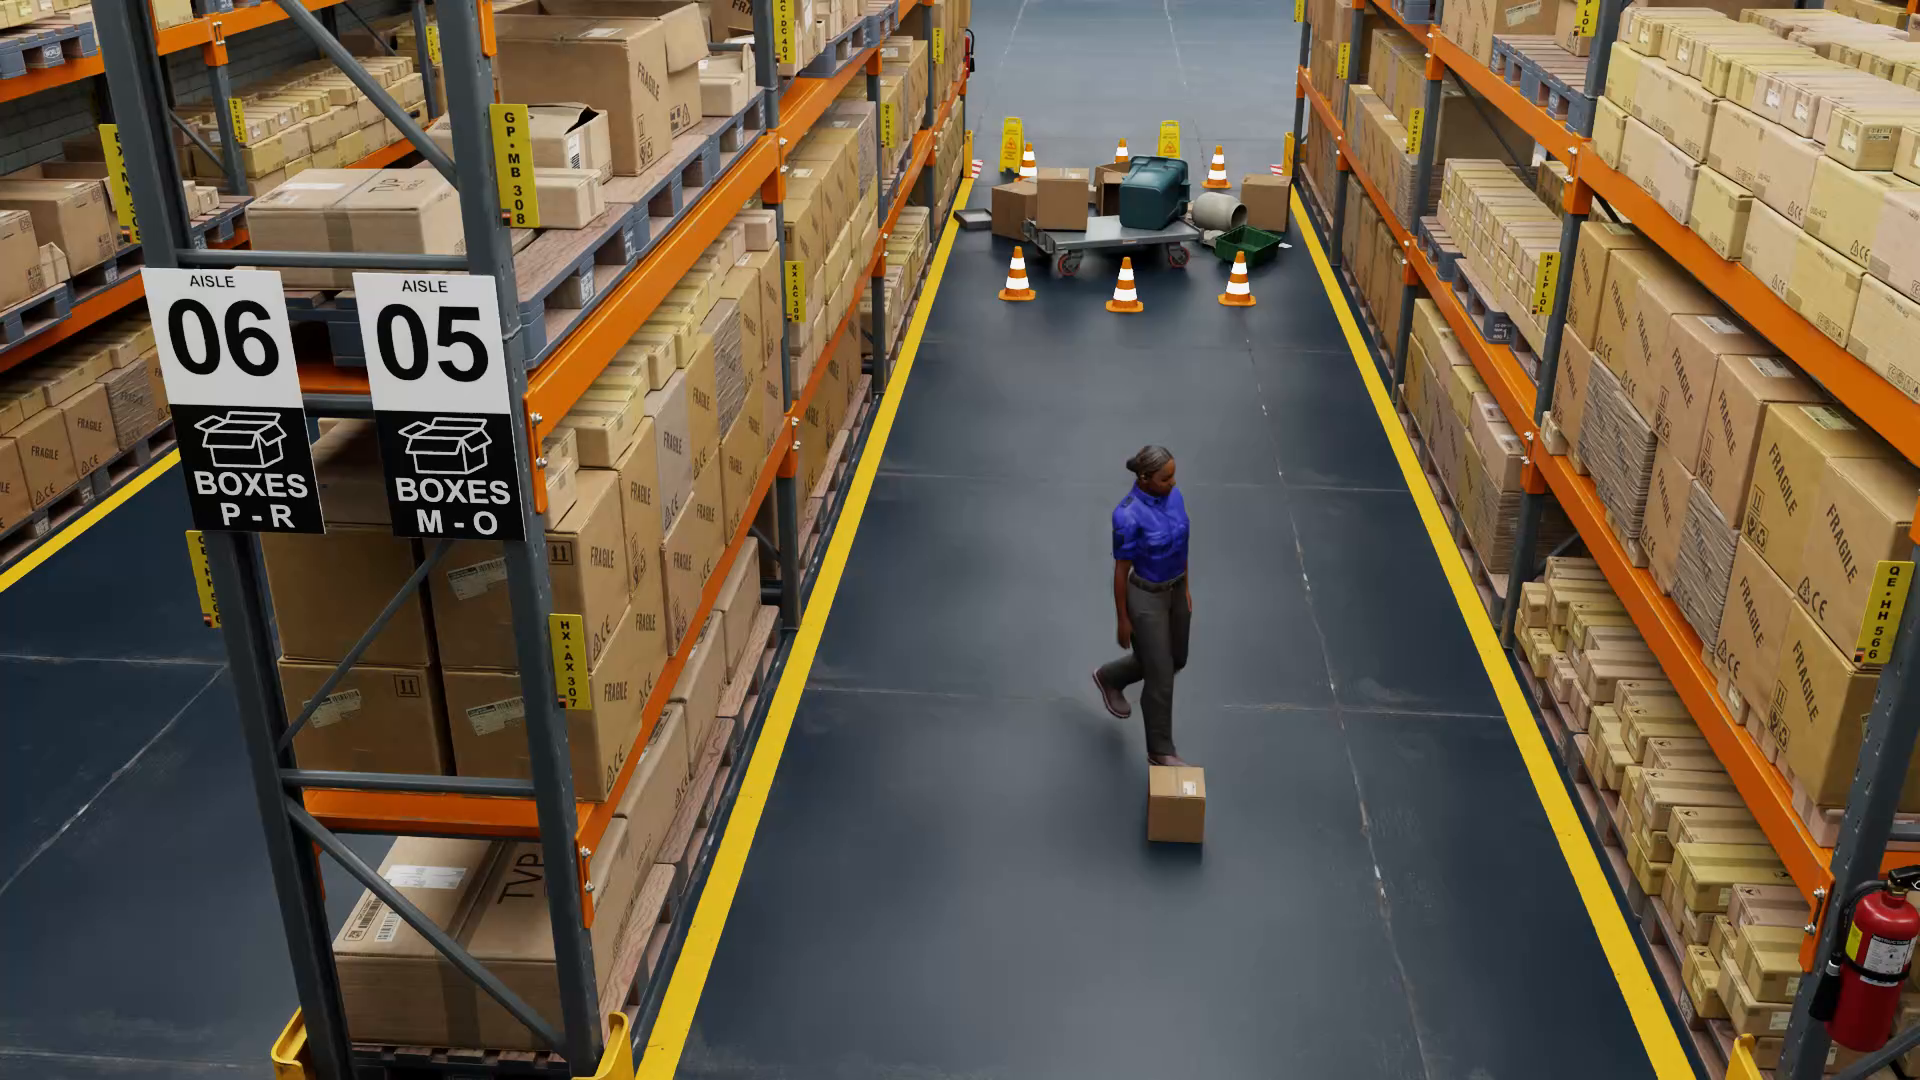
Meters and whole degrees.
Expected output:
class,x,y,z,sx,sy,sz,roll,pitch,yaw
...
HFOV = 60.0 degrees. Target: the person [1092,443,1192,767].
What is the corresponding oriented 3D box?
class,x,y,z,sx,sy,sz,roll,pitch,yaw
person,0.909,0.286,7.978,0.769,1.635,0.468,21,32,37
